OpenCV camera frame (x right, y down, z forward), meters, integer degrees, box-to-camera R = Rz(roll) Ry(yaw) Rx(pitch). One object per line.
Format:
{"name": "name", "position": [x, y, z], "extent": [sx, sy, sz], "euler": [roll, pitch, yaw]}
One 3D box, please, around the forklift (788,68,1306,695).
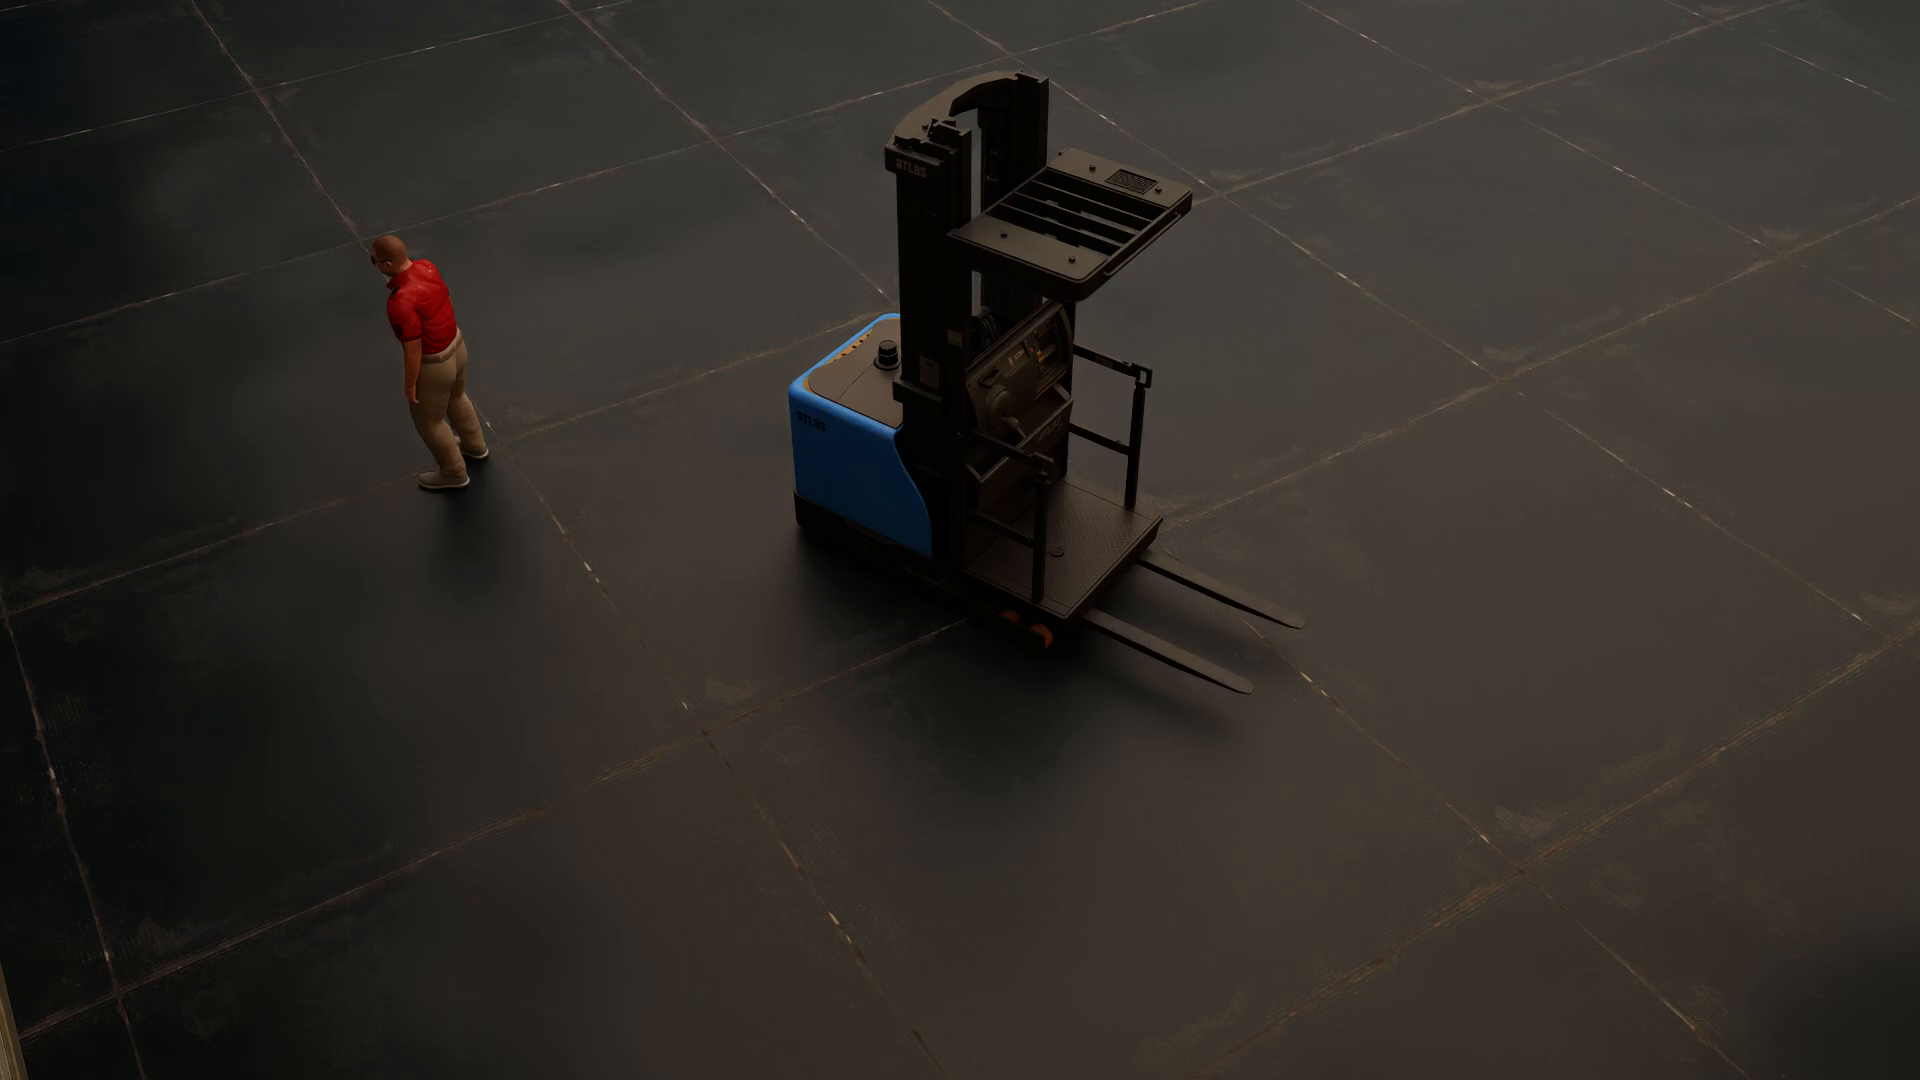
{"name": "forklift", "position": [0.496, -0.872, 8.869], "extent": [3.031, 2.935, 1.130], "euler": [25, 47, 26]}

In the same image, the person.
{"name": "person", "position": [-3.201, -1.086, 10.028], "extent": [0.399, 1.726, 0.600], "euler": [7, 42, 8]}
